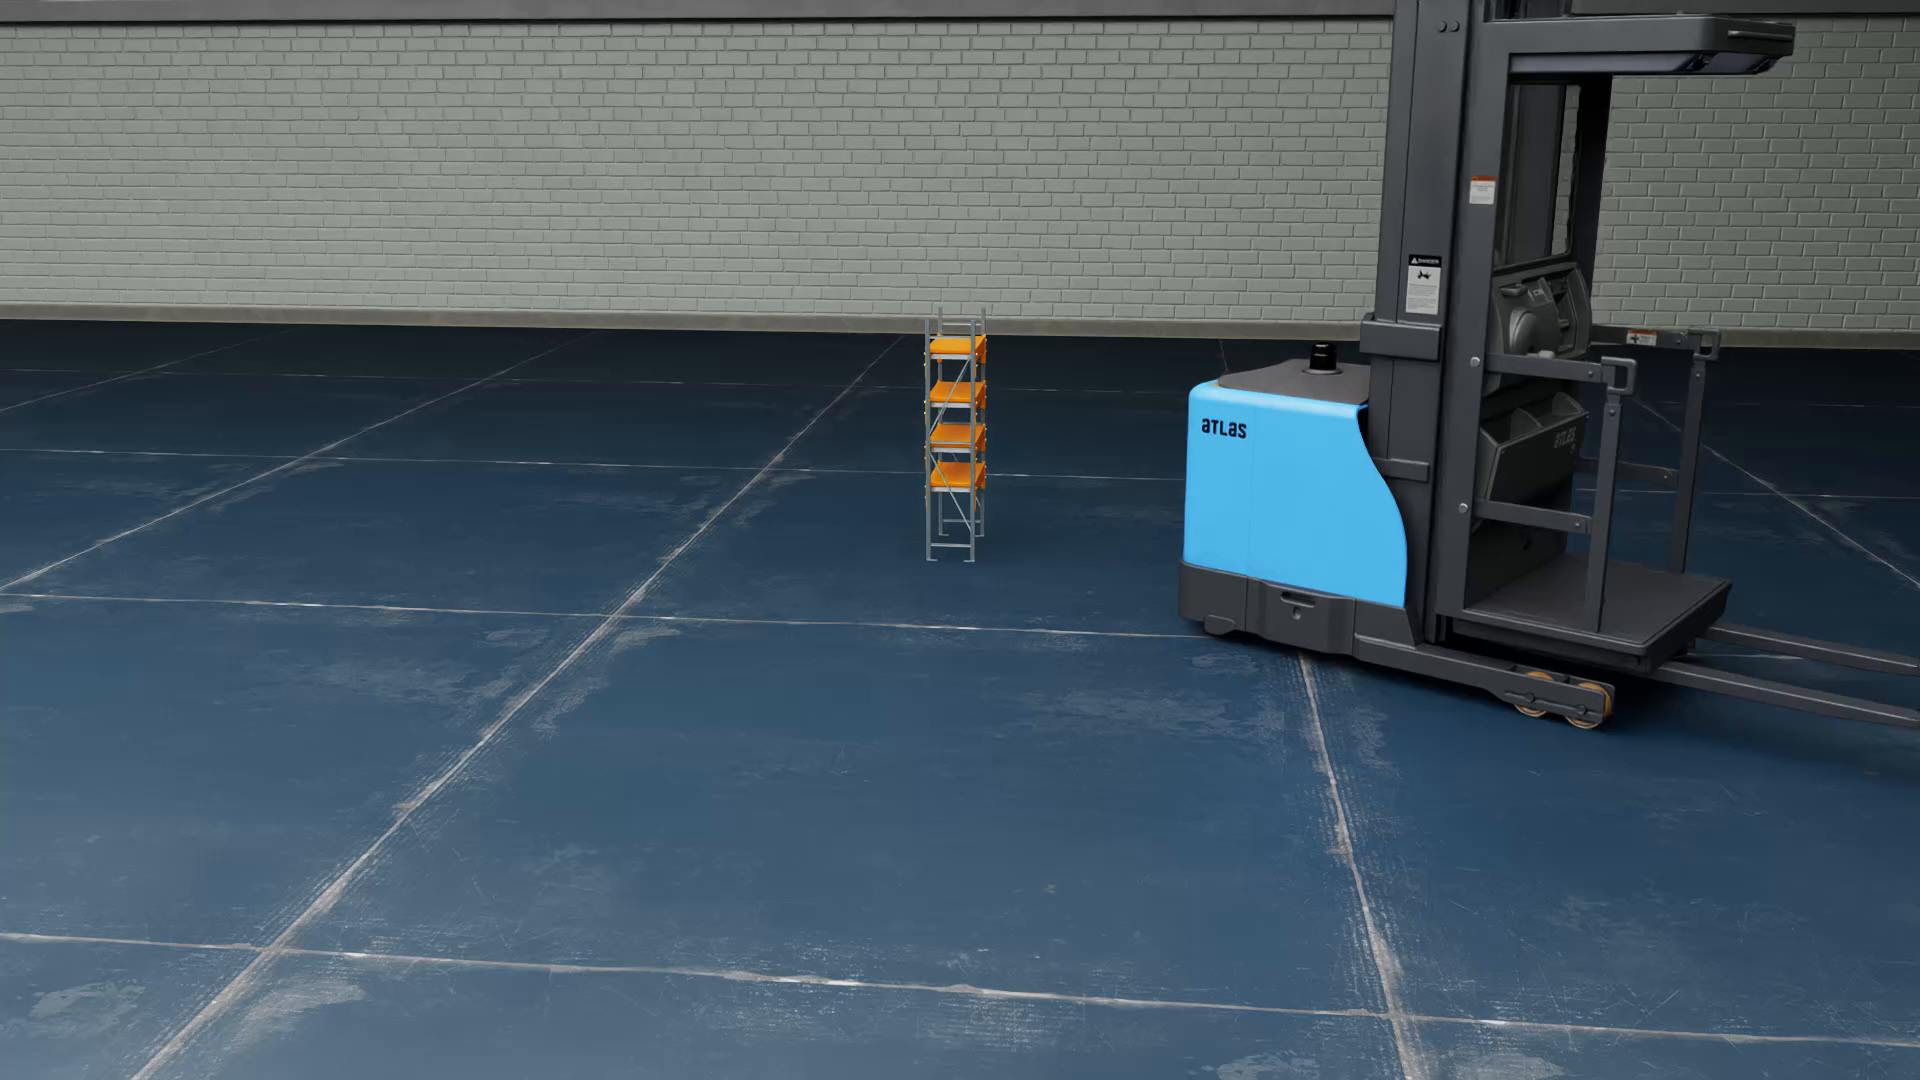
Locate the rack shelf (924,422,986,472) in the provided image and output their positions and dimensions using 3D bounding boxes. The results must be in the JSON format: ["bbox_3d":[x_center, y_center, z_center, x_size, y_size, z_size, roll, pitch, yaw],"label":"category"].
[{"bbox_3d":[-0.019,-0.471,8.364,0.258,0.148,0.480,2,15,6],"label":"rack shelf"}]

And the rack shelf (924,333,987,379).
[{"bbox_3d":[-0.019,-0.916,8.244,0.258,0.148,0.480,2,15,6],"label":"rack shelf"}]

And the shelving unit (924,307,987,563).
[{"bbox_3d":[-0.019,-0.536,8.347,0.258,1.200,0.503,2,15,6],"label":"shelving unit"}]

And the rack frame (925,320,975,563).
[{"bbox_3d":[-0.046,-0.473,8.113,0.240,1.200,0.015,2,15,6],"label":"rack frame"}]

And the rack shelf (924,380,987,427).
[{"bbox_3d":[-0.019,-0.687,8.306,0.258,0.148,0.480,2,15,6],"label":"rack shelf"}]

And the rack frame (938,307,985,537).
[{"bbox_3d":[0.009,-0.600,8.581,0.240,1.200,0.015,2,15,6],"label":"rack frame"}]

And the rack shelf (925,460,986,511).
[{"bbox_3d":[-0.019,-0.280,8.416,0.258,0.148,0.480,2,15,6],"label":"rack shelf"}]

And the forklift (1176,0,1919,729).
[{"bbox_3d":[2.398,-0.879,6.299,3.031,2.935,1.130,12,19,38],"label":"forklift"}]
